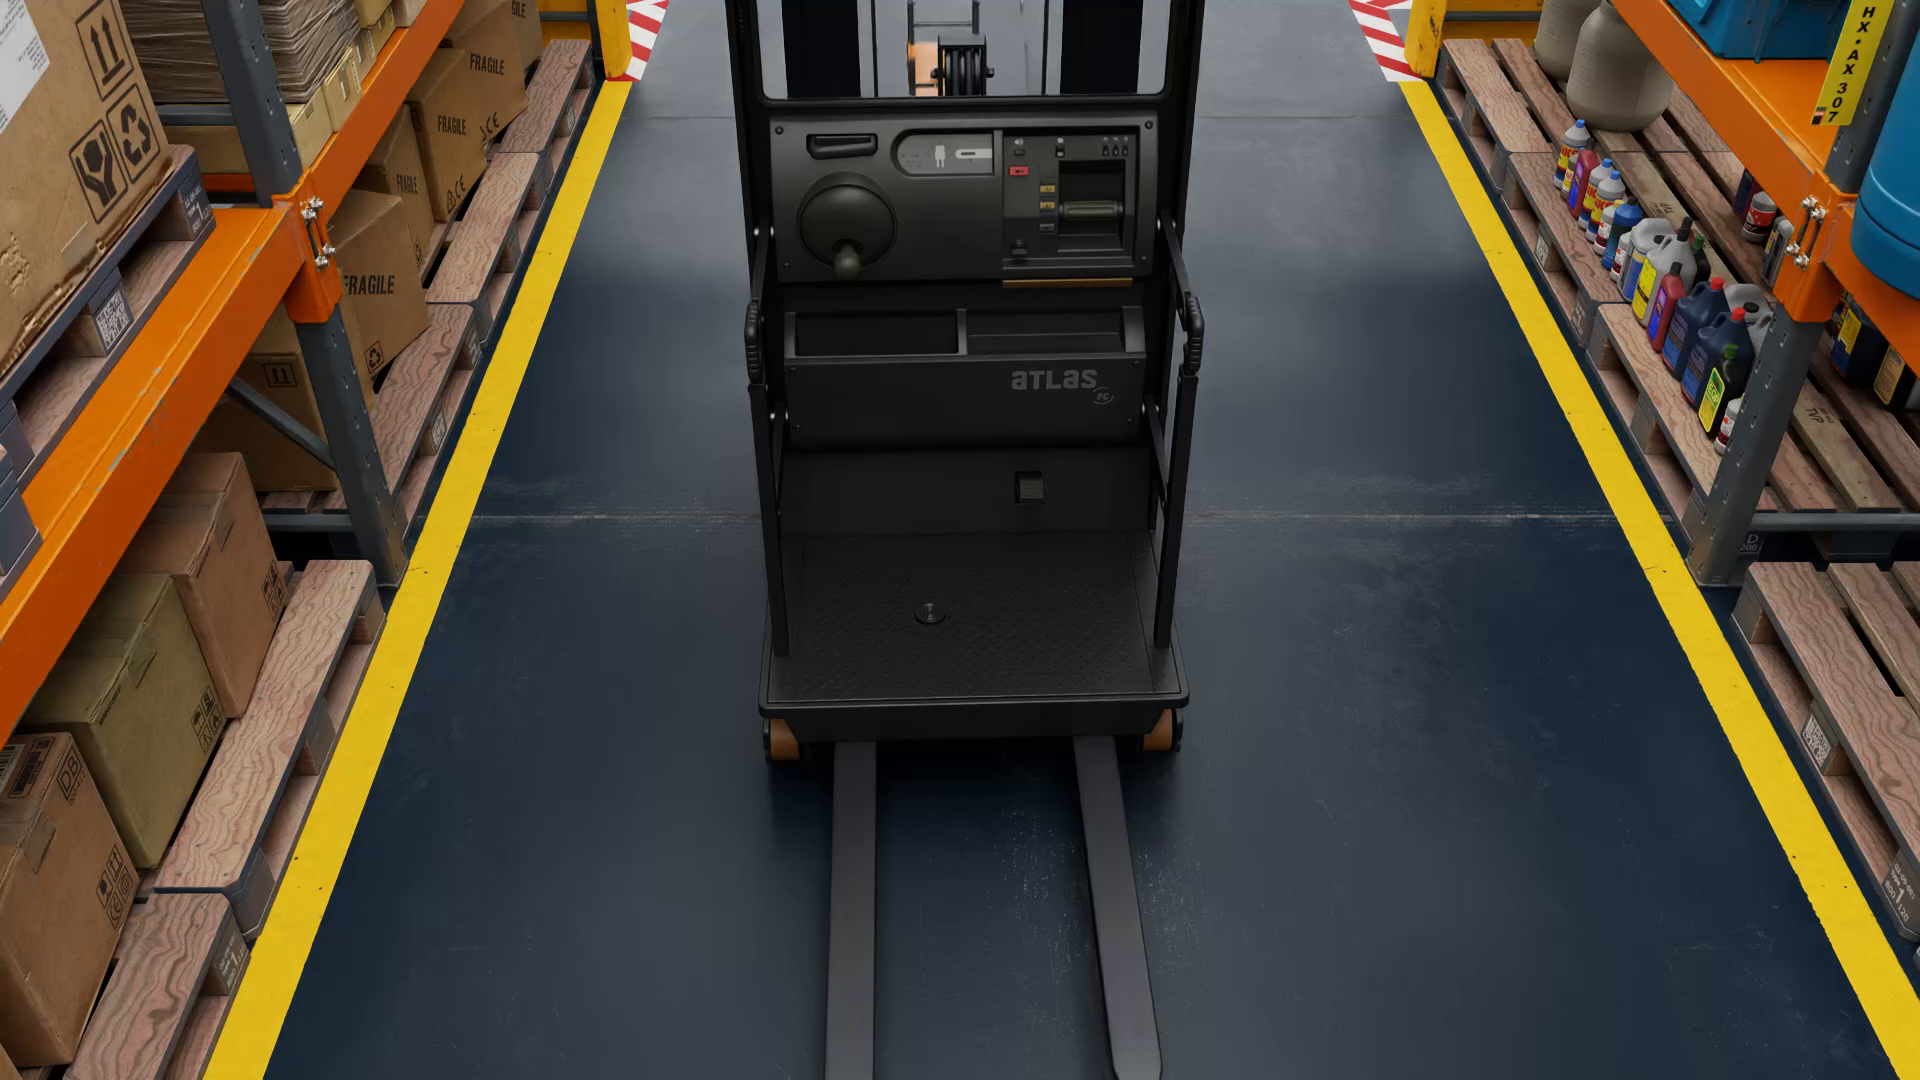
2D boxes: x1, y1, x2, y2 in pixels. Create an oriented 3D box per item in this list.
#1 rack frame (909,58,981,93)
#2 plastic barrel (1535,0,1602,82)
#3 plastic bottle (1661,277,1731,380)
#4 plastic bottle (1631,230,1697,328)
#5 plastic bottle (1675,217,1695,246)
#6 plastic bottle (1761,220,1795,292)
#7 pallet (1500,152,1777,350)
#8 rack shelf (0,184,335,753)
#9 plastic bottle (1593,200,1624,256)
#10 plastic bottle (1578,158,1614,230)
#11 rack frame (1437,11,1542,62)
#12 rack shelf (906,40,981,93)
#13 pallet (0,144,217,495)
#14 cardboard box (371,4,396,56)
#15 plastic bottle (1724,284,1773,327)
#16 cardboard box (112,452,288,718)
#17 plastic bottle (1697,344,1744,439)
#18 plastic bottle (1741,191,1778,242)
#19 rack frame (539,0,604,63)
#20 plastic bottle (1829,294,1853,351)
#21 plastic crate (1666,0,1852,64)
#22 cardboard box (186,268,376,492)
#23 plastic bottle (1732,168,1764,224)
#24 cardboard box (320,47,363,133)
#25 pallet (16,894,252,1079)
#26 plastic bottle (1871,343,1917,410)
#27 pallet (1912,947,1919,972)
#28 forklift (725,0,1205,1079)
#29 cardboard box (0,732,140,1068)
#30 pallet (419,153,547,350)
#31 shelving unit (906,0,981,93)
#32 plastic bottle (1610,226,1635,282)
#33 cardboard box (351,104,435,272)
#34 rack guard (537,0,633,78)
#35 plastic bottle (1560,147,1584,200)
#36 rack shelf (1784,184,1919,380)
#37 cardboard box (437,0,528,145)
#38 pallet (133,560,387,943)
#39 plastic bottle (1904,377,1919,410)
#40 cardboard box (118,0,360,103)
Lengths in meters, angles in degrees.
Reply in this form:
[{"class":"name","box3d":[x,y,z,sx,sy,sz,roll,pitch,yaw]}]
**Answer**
[{"class":"rack frame","box3d":[-0.040,-1.038,5.586,0.240,1.200,0.015,-1,39,-2]},{"class":"plastic barrel","box3d":[2.819,-2.343,7.429,0.421,0.512,0.421,0,39,0]},{"class":"plastic bottle","box3d":[2.457,-0.721,5.517,0.144,0.351,0.185,-2,39,-2]},{"class":"plastic bottle","box3d":[2.457,-0.923,5.769,0.144,0.351,0.185,0,39,0]},{"class":"plastic bottle","box3d":[2.567,-0.999,5.918,0.061,0.283,0.133,0,39,0]},{"class":"plastic bottle","box3d":[3.011,-1.042,5.978,0.152,0.276,0.135,0,39,0]},{"class":"pallet","box3d":[2.783,-1.157,6.525,1.003,0.211,1.213,0,39,0]},{"class":"rack shelf","box3d":[-2.205,0.475,2.834,1.077,0.370,4.000,0,39,0]},{"class":"plastic bottle","box3d":[2.433,-1.169,6.195,0.097,0.201,0.097,0,39,0]},{"class":"plastic bottle","box3d":[2.432,-1.320,6.329,0.097,0.271,0.097,0,39,0]},{"class":"rack frame","box3d":[2.742,-3.562,7.296,1.000,3.000,0.127,0,39,0]},{"class":"rack shelf","box3d":[-0.049,-1.497,5.529,0.258,0.148,0.480,-1,39,-2]},{"class":"pallet","box3d":[-2.351,-0.504,3.633,1.003,0.211,1.213,0,39,0]},{"class":"cardboard box","box3d":[-1.931,-1.562,5.002,0.380,0.149,0.250,0,39,0]},{"class":"plastic bottle","box3d":[2.605,-0.708,5.560,0.152,0.276,0.135,0,39,0]},{"class":"cardboard box","box3d":[-2.228,0.131,4.335,0.700,0.500,0.500,-3,39,-4]},{"class":"plastic bottle","box3d":[2.416,-0.473,5.261,0.061,0.283,0.133,2,39,2]},{"class":"plastic bottle","box3d":[3.030,-1.237,6.281,0.097,0.201,0.097,0,39,0]},{"class":"rack frame","box3d":[-2.211,-3.558,7.291,1.000,3.000,0.127,0,39,0]},{"class":"plastic bottle","box3d":[3.039,-0.763,5.633,0.097,0.271,0.097,0,39,0]},{"class":"plastic crate","box3d":[2.473,-1.694,5.084,0.499,0.251,0.616,0,39,0]},{"class":"cardboard box","box3d":[-2.167,-0.495,5.133,0.500,0.500,0.500,-1,39,-1]},{"class":"plastic bottle","box3d":[3.048,-1.367,6.378,0.061,0.283,0.133,0,39,0]},{"class":"cardboard box","box3d":[-1.894,-1.250,4.612,0.380,0.149,0.250,0,39,0]},{"class":"pallet","box3d":[-2.200,1.283,3.480,1.003,0.211,1.213,0,39,0]},{"class":"plastic bottle","box3d":[3.050,-0.573,5.387,0.061,0.283,0.133,0,39,0]},{"class":"pallet","box3d":[2.790,1.284,3.479,1.003,0.211,1.213,0,39,0]},{"class":"forklift","box3d":[0.021,-0.753,3.846,1.130,2.935,3.031,-1,39,-2]},{"class":"cardboard box","box3d":[-2.245,0.779,3.526,0.700,0.500,0.500,-3,39,-4]},{"class":"pallet","box3d":[-2.247,-1.153,6.521,1.003,0.211,1.213,0,39,0]},{"class":"shelving unit","box3d":[-0.049,-1.191,5.776,0.258,1.200,0.503,-1,39,-2]},{"class":"plastic bottle","box3d":[2.433,-1.040,6.035,0.097,0.201,0.097,0,39,0]},{"class":"cardboard box","box3d":[-2.255,-1.242,6.064,0.500,0.500,0.500,-3,39,-4]},{"class":"rack guard","box3d":[-2.211,-2.535,8.014,1.175,0.500,0.348,0,39,0]},{"class":"plastic bottle","box3d":[2.432,-1.443,6.537,0.097,0.201,0.097,0,39,0]},{"class":"rack shelf","box3d":[2.748,0.471,2.839,1.077,0.370,4.000,0,39,0]},{"class":"cardboard box","box3d":[-2.192,-1.982,6.988,0.500,0.500,0.500,10,40,12]},{"class":"pallet","box3d":[-2.204,0.518,4.435,1.003,0.211,1.213,0,39,0]},{"class":"plastic bottle","box3d":[3.156,-0.571,5.390,0.152,0.276,0.135,1,39,2]},{"class":"cardboard box","box3d":[-2.145,-1.493,4.397,0.875,0.500,0.500,0,39,0]}]
